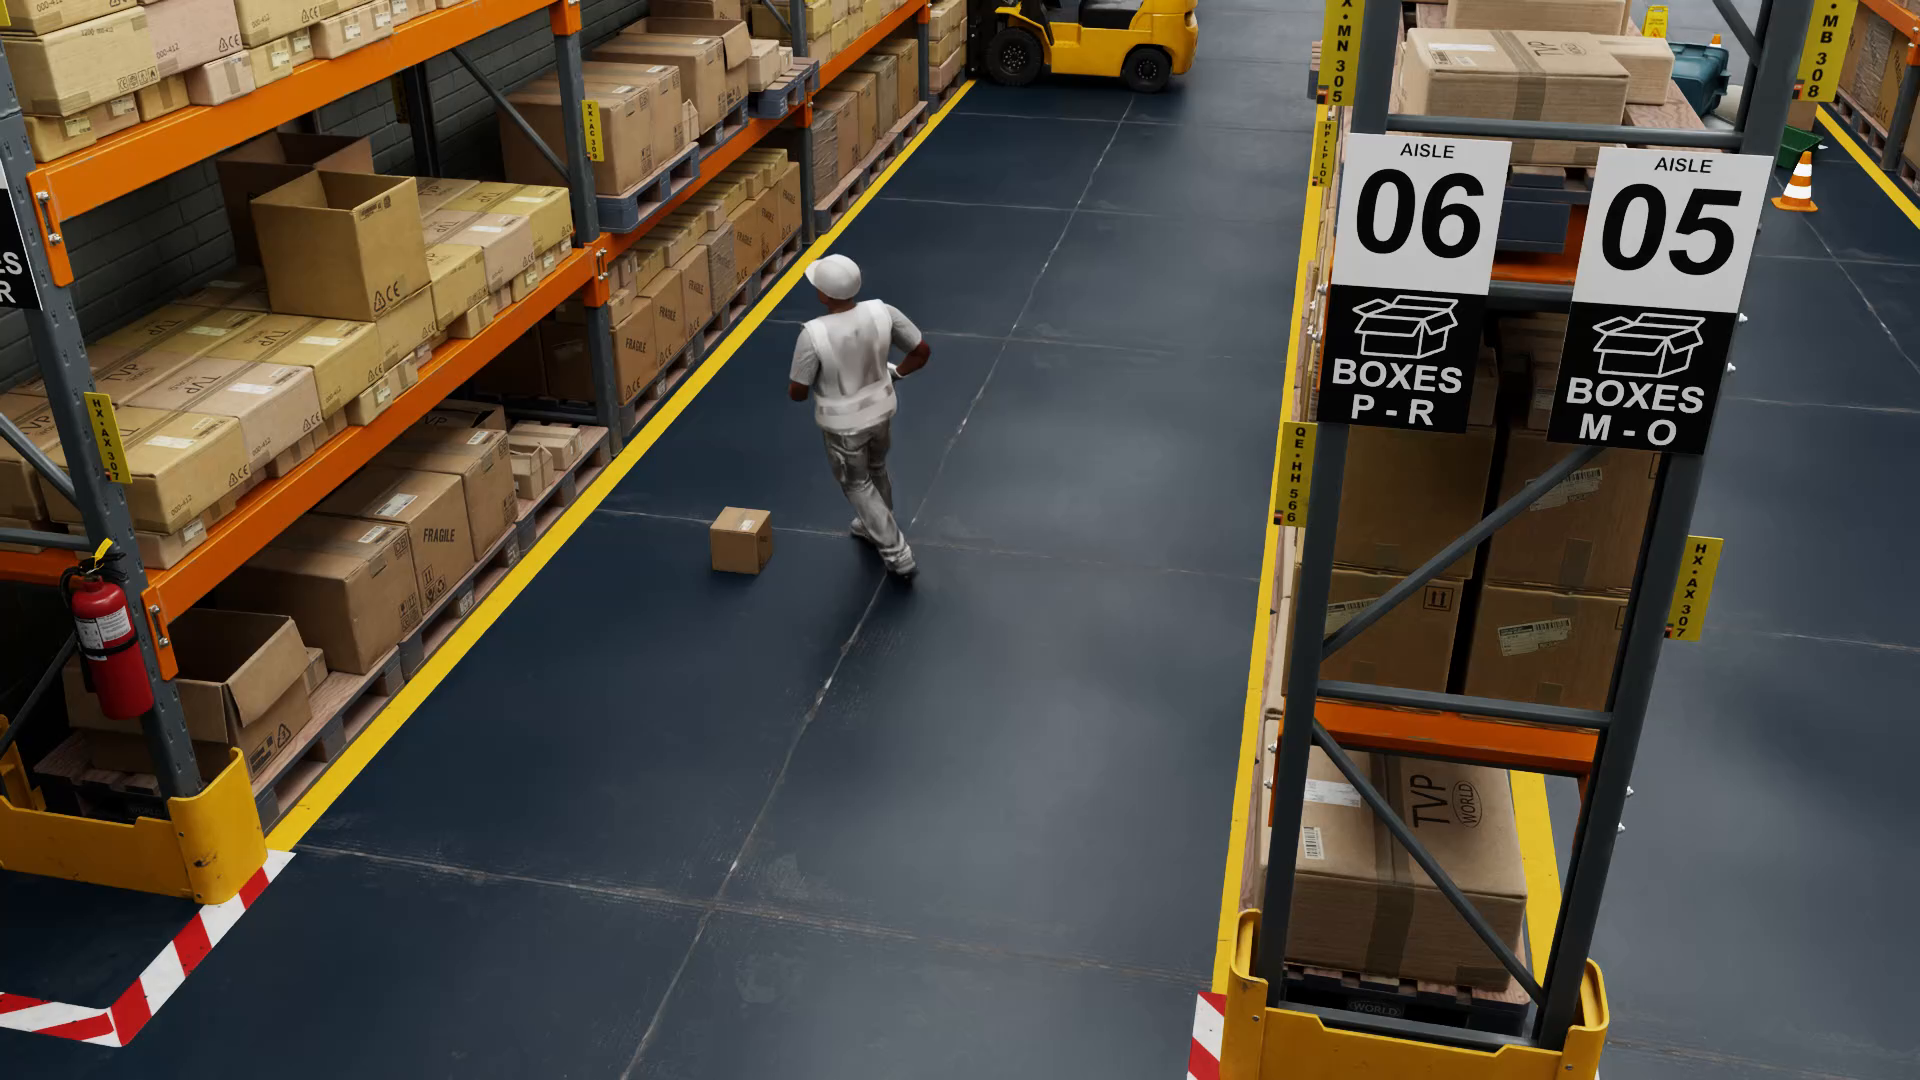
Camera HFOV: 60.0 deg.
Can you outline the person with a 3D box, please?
[{"bbox_3d":[-0.580,-0.620,8.230,0.698,1.747,0.773,-19,34,-31],"label":"person"}]
